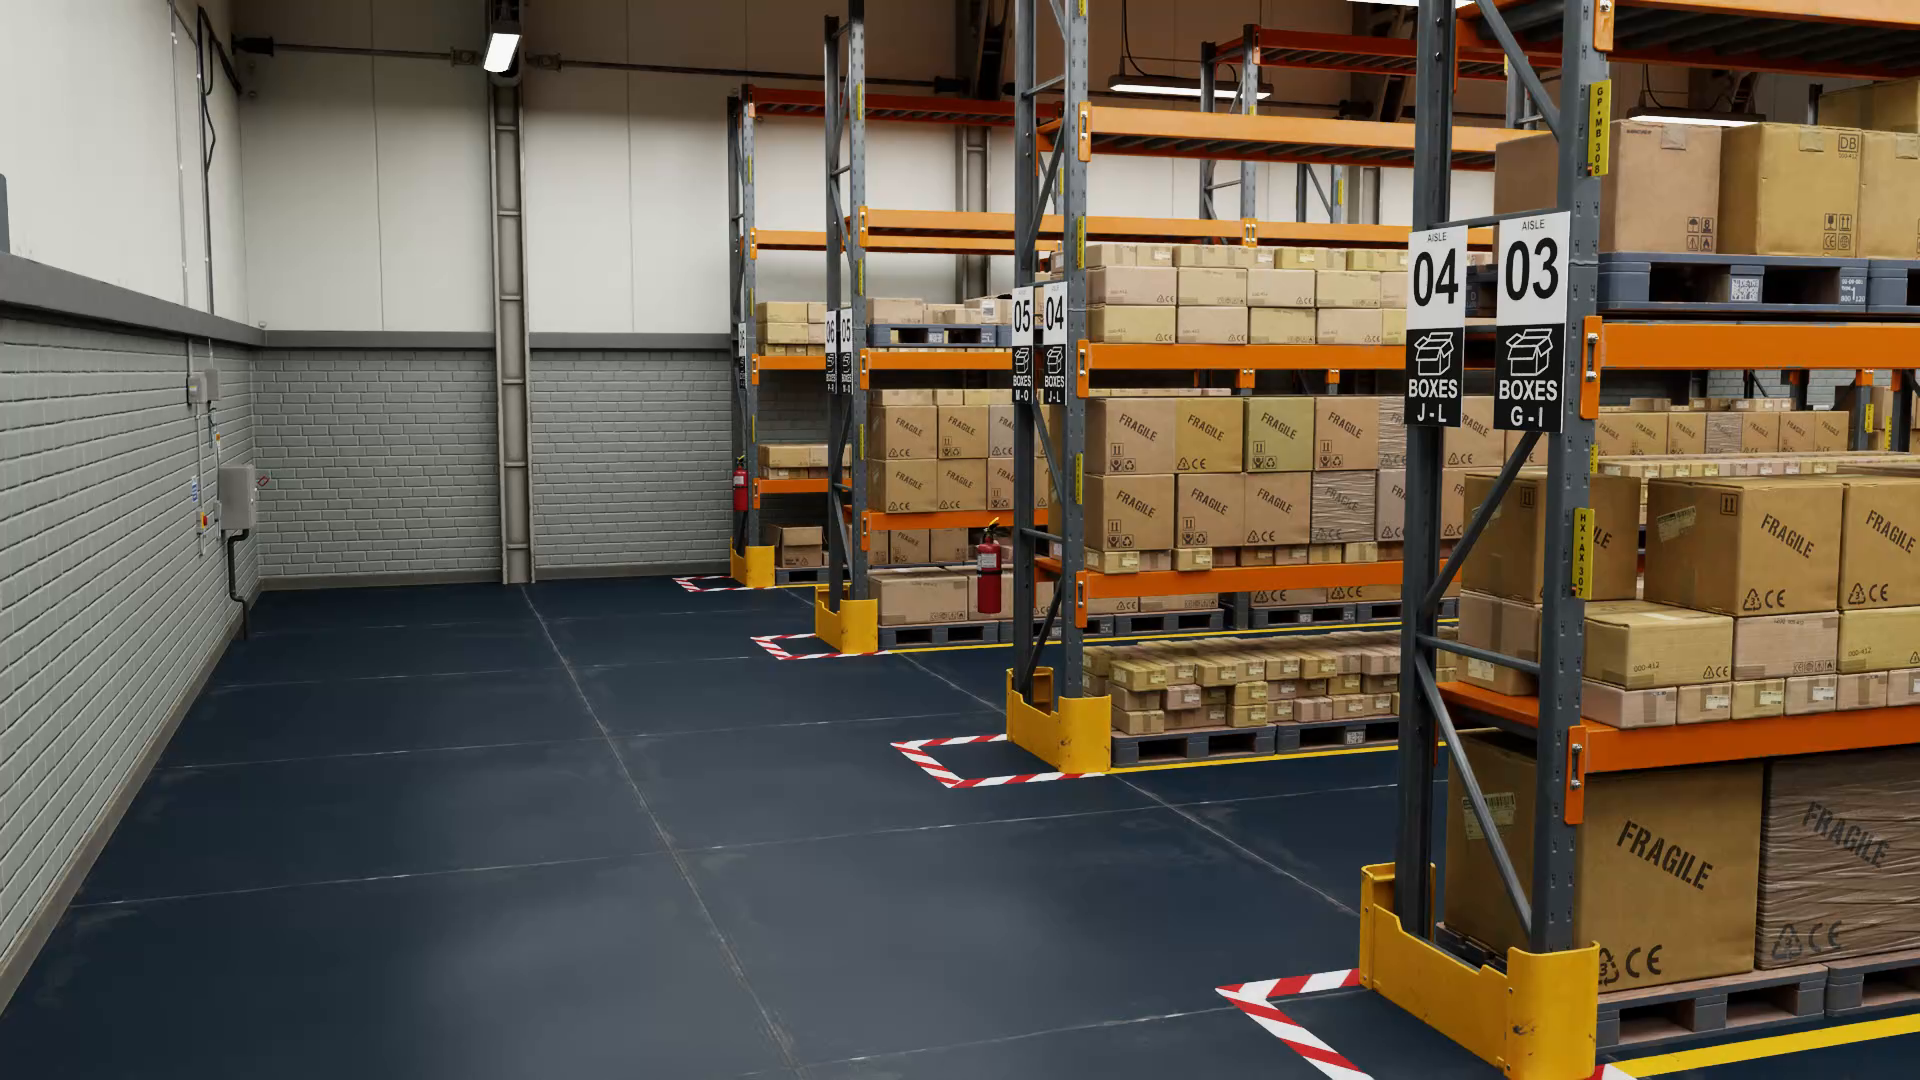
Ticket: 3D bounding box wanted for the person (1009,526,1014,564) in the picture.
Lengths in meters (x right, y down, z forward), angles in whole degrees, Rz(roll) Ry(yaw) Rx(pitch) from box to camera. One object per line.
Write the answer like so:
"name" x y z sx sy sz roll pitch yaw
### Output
"person" 0.719 -0.184 19.452 0.383 1.680 0.441 -2 6 -17
